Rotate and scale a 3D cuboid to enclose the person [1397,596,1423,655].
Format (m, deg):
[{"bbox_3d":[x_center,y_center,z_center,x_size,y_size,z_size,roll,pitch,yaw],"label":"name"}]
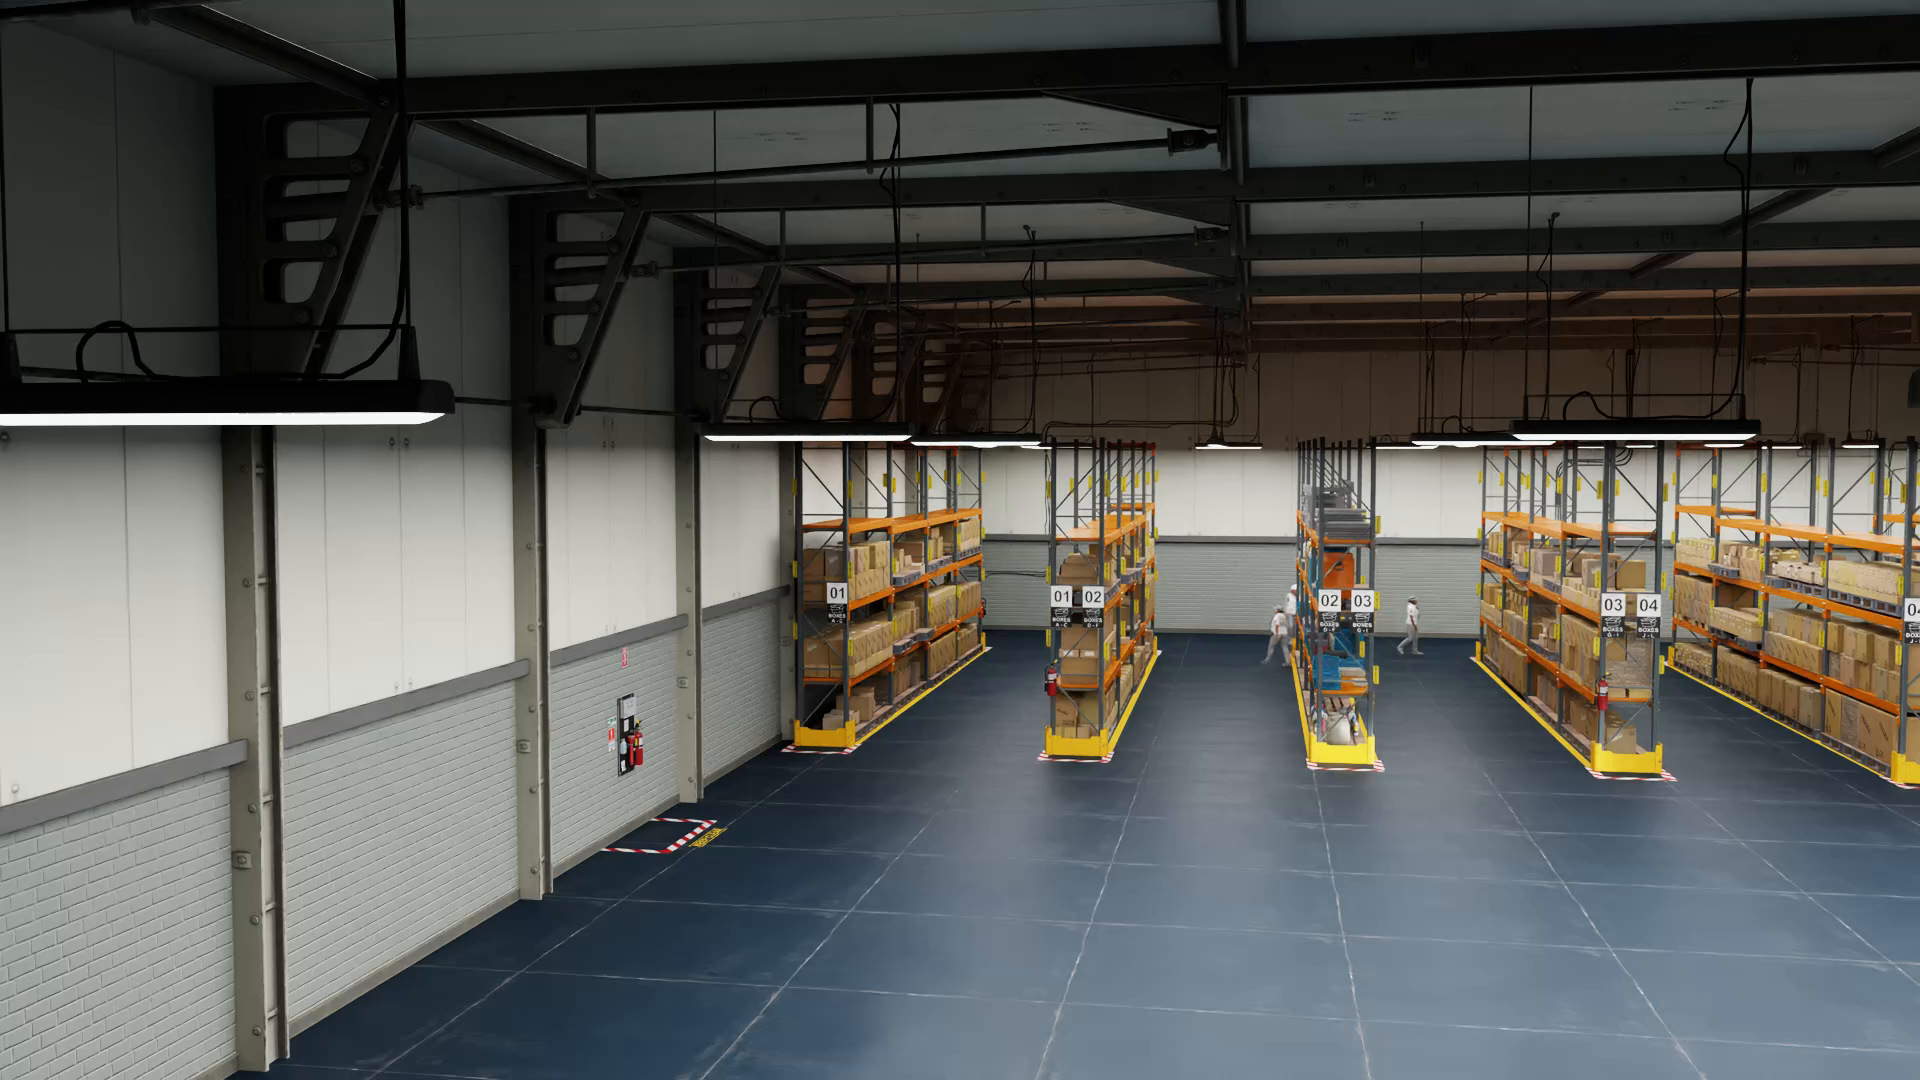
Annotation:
[{"bbox_3d":[12.688,2.397,46.884,0.641,1.675,0.502,2,3,29],"label":"person"}]

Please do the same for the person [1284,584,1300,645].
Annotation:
[{"bbox_3d":[9.972,2.237,49.680,0.588,1.844,0.463,-1,3,-12],"label":"person"}]

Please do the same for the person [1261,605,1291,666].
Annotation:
[{"bbox_3d":[8.503,2.540,44.505,0.485,1.606,0.952,-2,3,-27],"label":"person"}]
